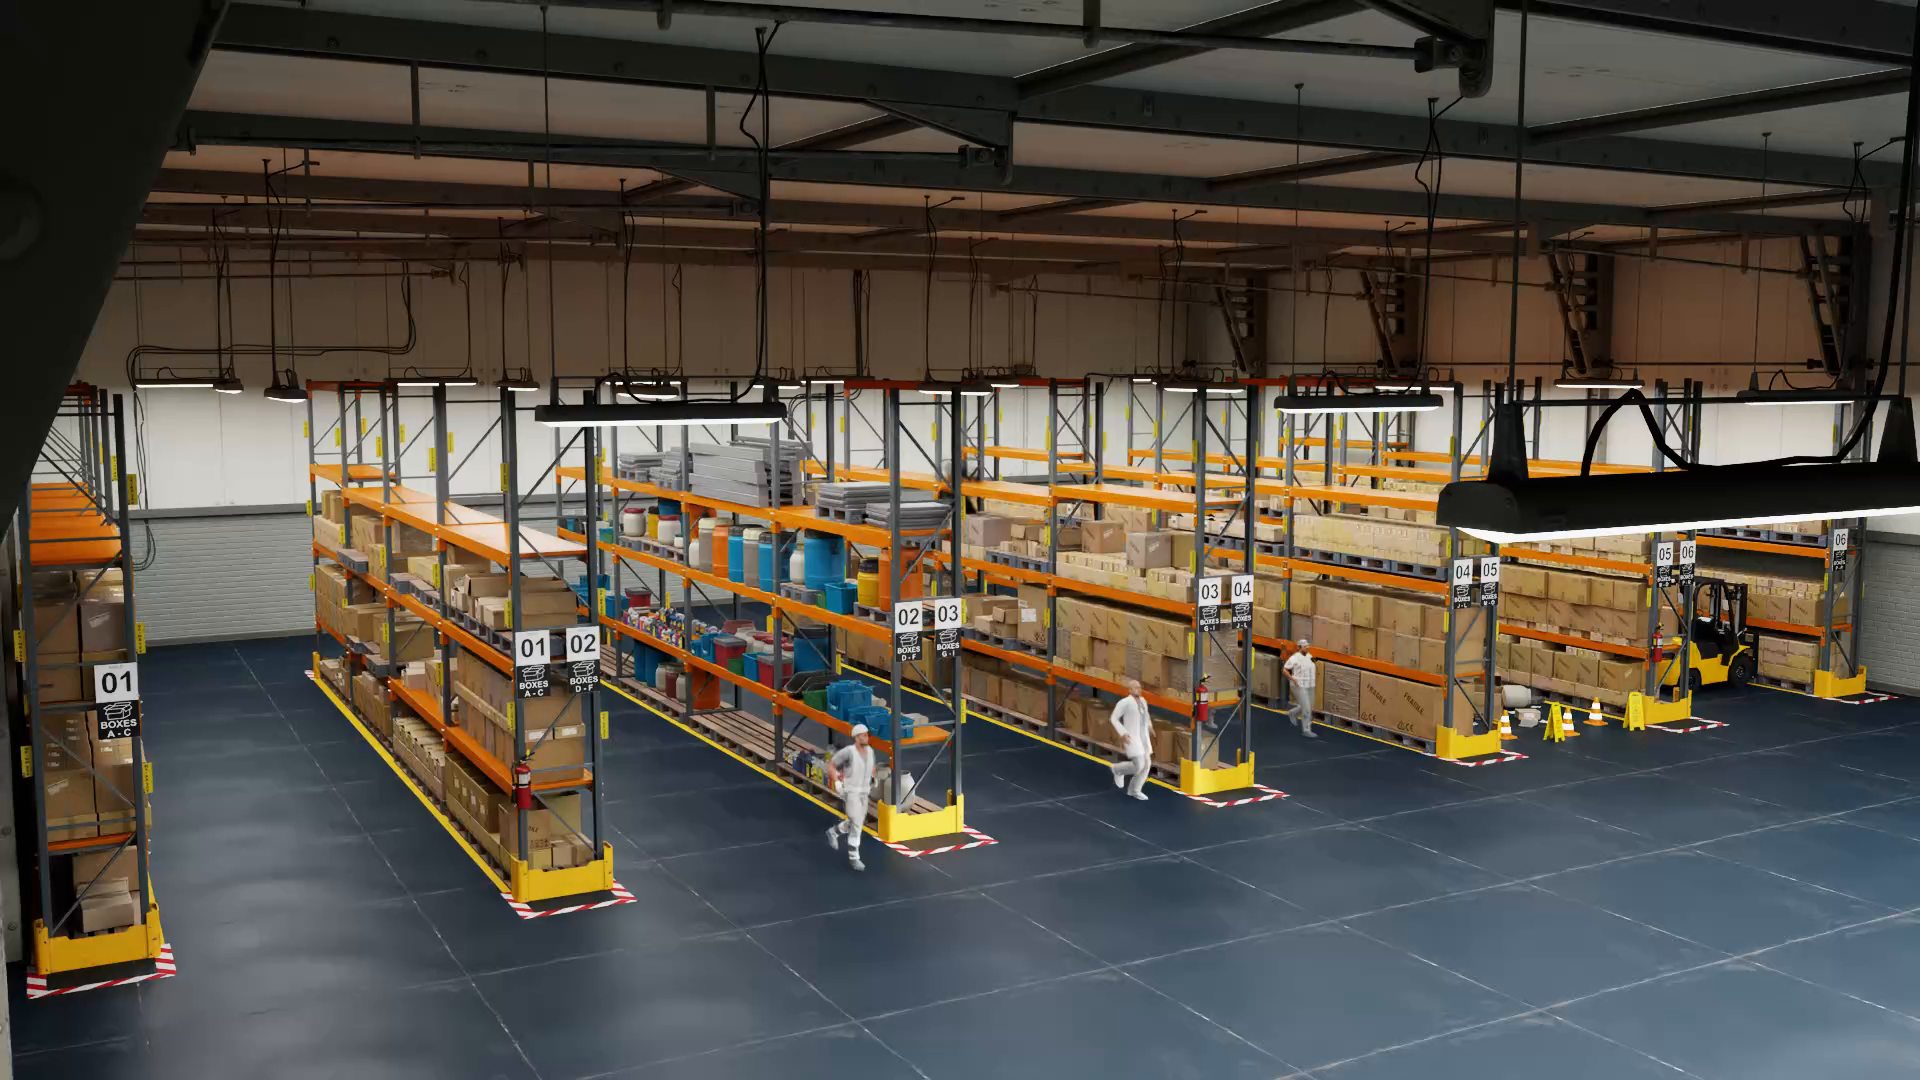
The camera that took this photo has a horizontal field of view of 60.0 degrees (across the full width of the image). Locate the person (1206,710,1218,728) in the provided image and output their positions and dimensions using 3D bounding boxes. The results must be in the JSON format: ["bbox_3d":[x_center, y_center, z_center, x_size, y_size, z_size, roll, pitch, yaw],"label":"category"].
[{"bbox_3d":[4.345,2.425,29.081,0.626,1.681,0.621,-4,7,-34],"label":"person"}]

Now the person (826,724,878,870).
[{"bbox_3d":[-1.348,3.224,21.194,0.706,1.771,0.860,-6,8,-44],"label":"person"}]

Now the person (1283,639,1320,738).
[{"bbox_3d":[5.831,2.502,28.381,0.620,1.634,0.823,-4,7,-32],"label":"person"}]

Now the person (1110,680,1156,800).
[{"bbox_3d":[2.552,2.904,24.234,0.708,1.737,0.573,-5,8,-40],"label":"person"}]
